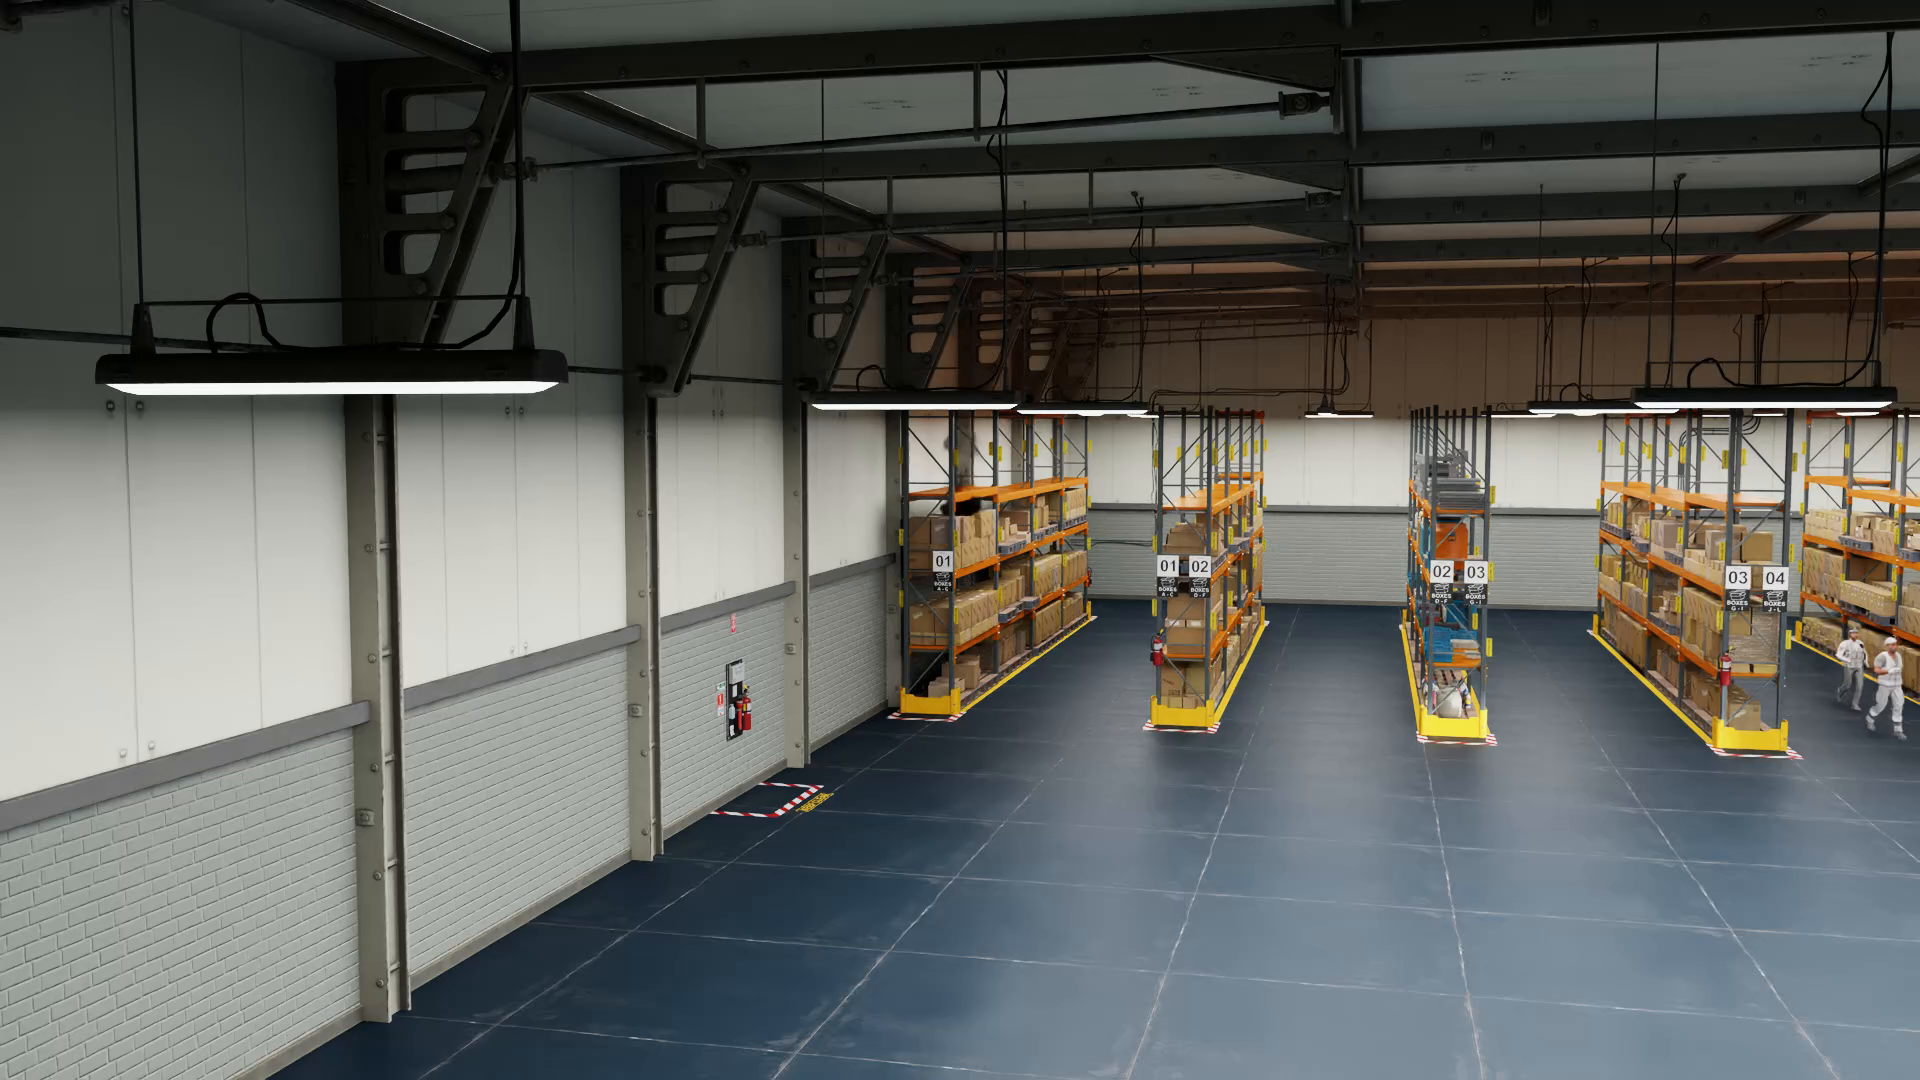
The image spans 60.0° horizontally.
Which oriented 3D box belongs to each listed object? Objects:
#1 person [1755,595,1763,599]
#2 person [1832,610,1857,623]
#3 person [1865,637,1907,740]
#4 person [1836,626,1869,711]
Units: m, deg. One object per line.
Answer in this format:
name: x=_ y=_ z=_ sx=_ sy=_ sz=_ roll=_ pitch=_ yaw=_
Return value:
person: x=20.303 y=1.828 z=42.537 sx=0.674 sy=1.682 sz=0.782 roll=1 pitch=4 yaw=9
person: x=23.803 y=1.641 z=44.705 sx=0.751 sy=1.823 sz=0.669 roll=-1 pitch=4 yaw=-11
person: x=16.766 y=2.643 z=30.050 sx=0.664 sy=1.798 sz=0.944 roll=-1 pitch=4 yaw=-7
person: x=17.706 y=2.525 z=33.008 sx=0.593 sy=1.654 sz=0.723 roll=0 pitch=4 yaw=5
